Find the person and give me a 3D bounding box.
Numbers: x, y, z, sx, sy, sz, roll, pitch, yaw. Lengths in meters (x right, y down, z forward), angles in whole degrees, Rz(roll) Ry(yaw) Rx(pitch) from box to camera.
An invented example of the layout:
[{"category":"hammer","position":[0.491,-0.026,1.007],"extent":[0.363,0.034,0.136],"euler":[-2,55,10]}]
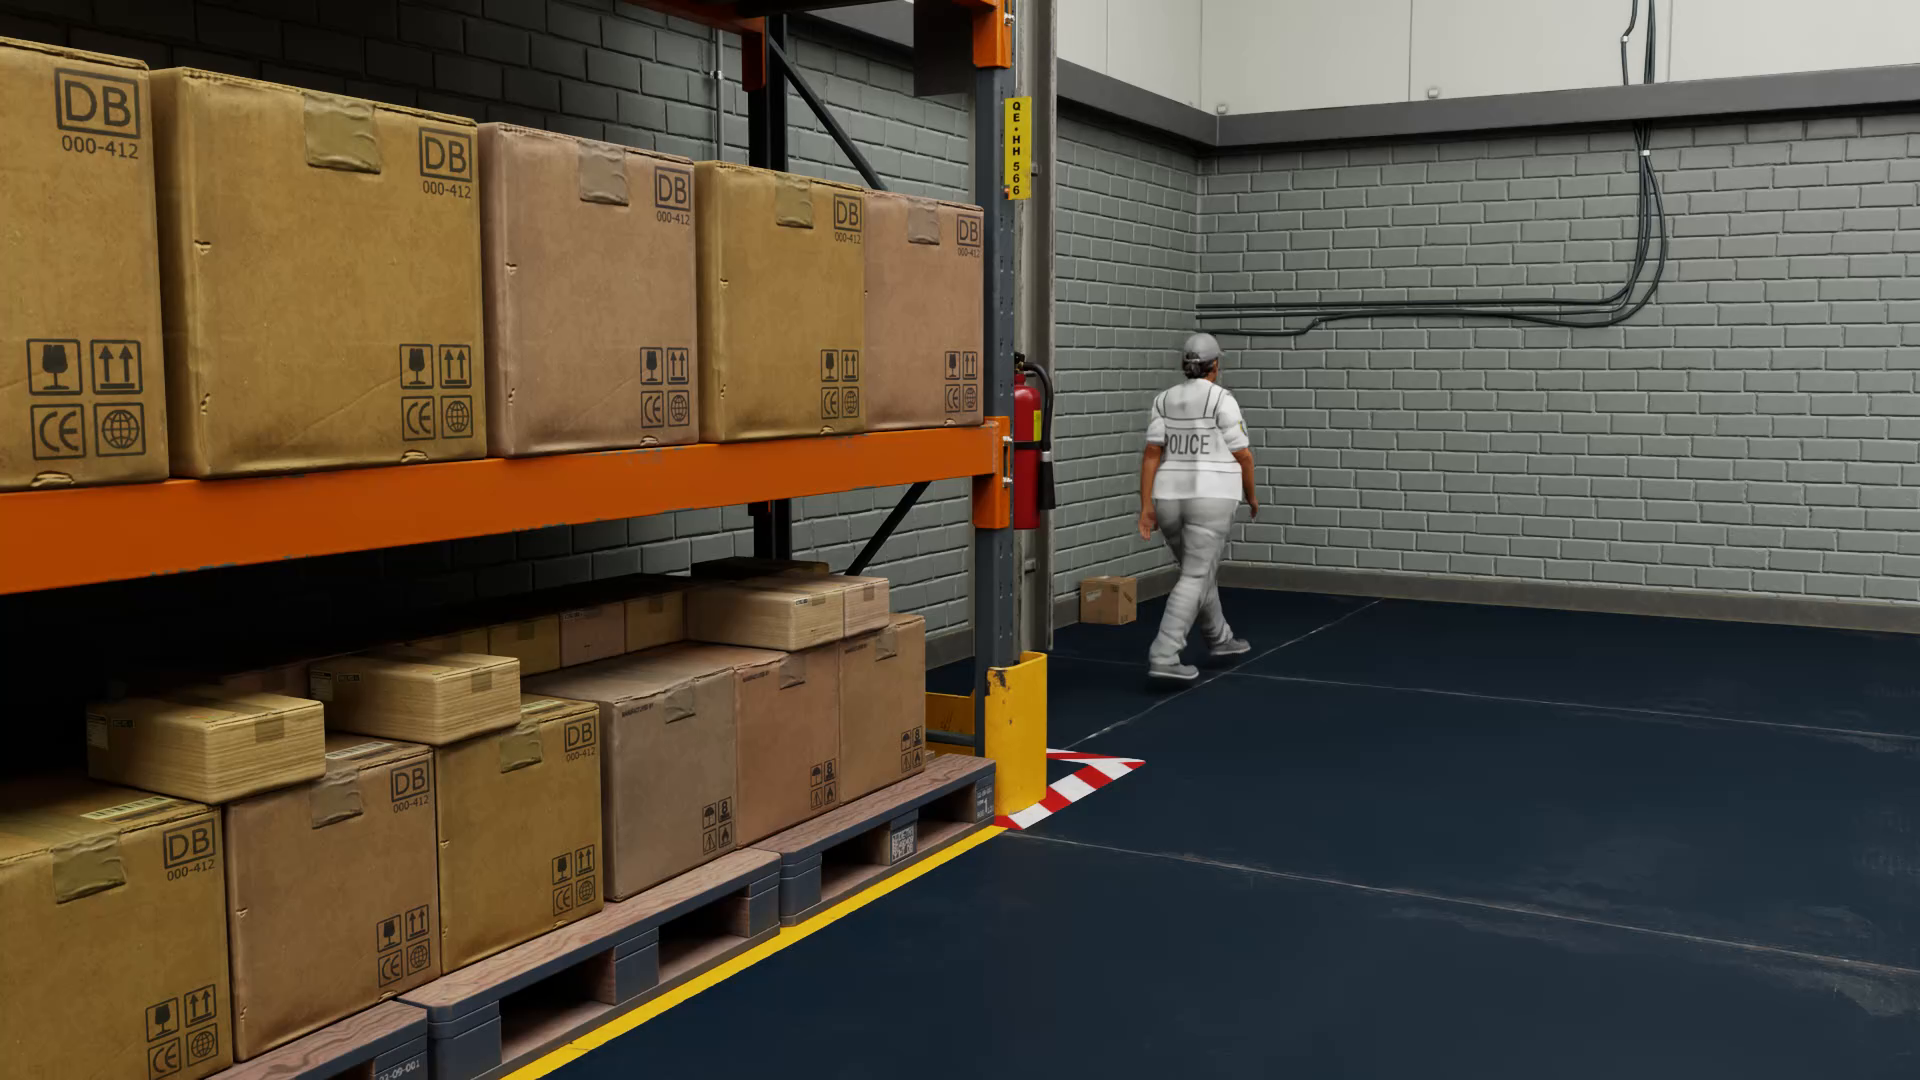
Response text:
[{"category":"person","position":[1.182,-0.177,7.916],"extent":[1.014,1.602,0.478],"euler":[-6,8,-43]}]
